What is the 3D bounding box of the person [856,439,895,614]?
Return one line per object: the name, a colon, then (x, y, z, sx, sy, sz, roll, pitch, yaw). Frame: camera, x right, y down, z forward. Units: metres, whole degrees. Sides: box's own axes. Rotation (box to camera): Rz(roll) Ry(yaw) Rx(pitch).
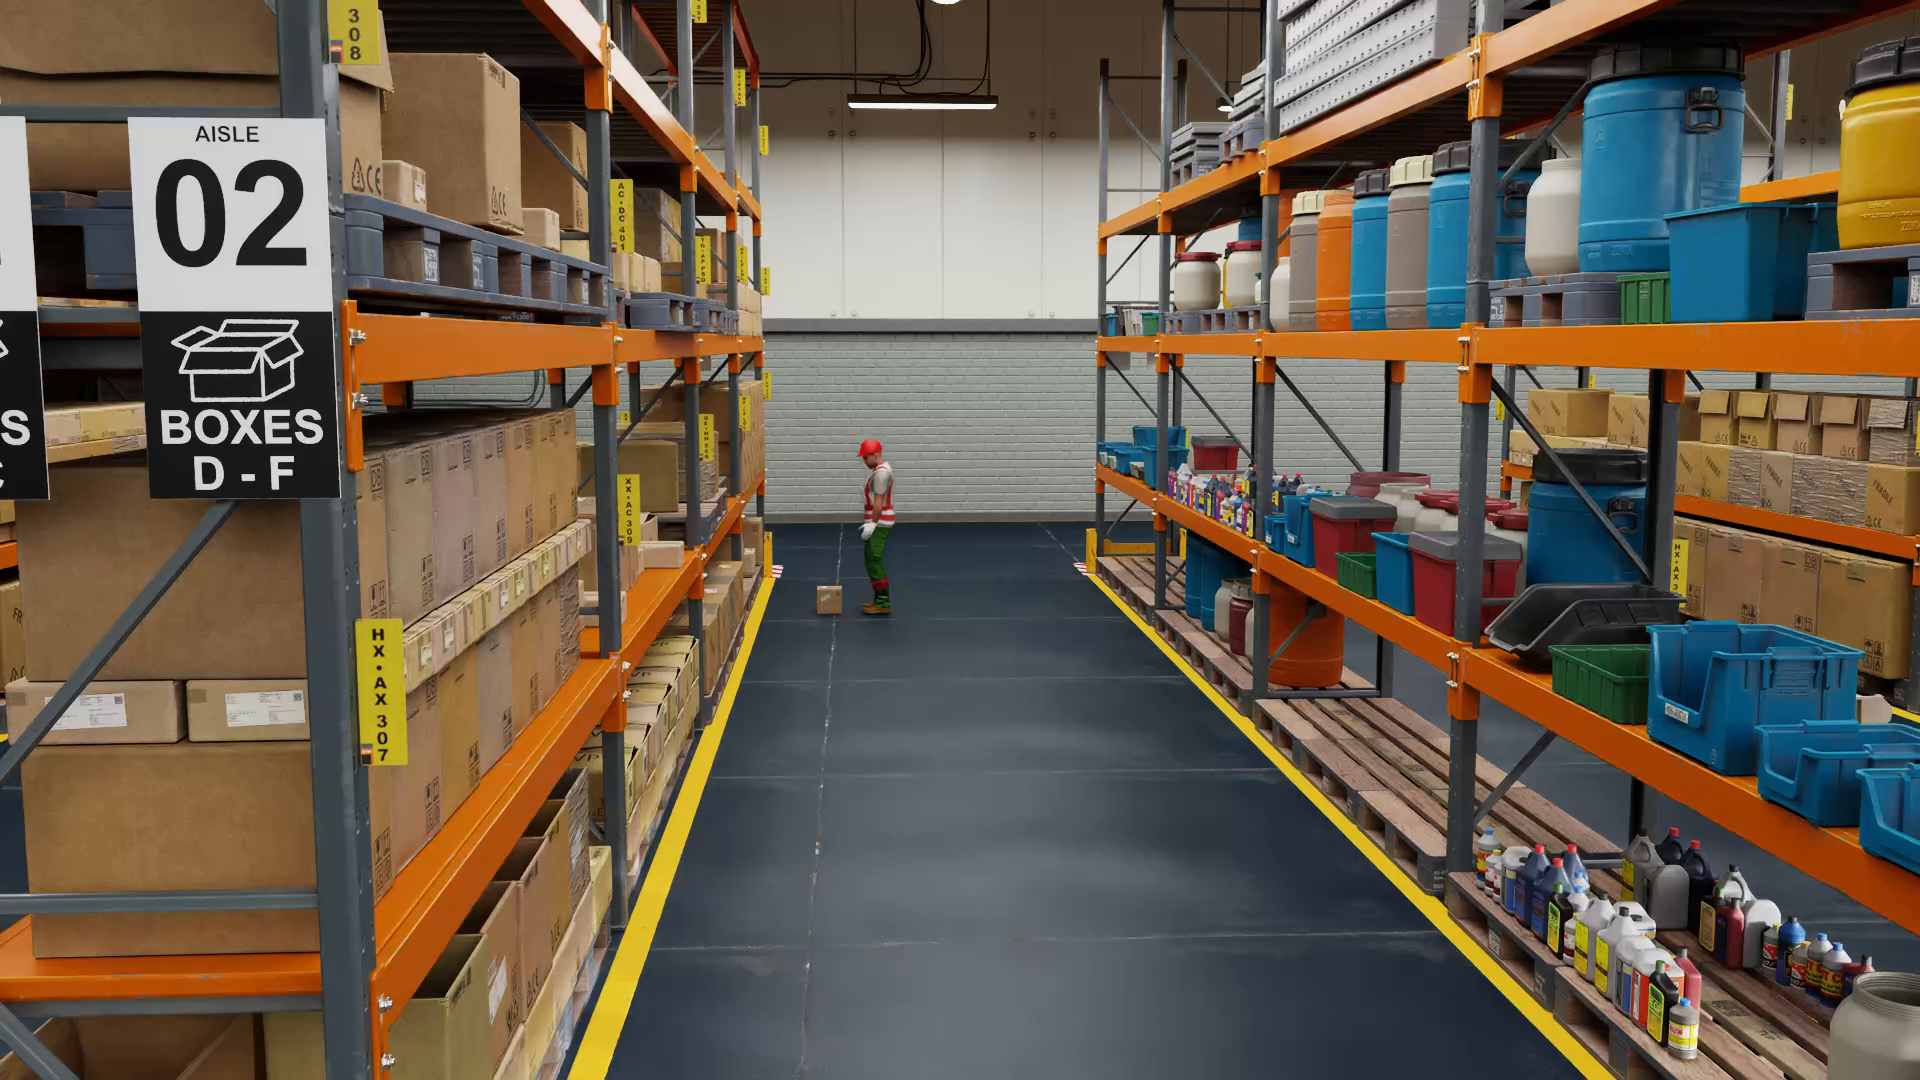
person: (-0.859, -0.142, 16.928, 0.388, 1.766, 0.533, 0, 7, -3)
